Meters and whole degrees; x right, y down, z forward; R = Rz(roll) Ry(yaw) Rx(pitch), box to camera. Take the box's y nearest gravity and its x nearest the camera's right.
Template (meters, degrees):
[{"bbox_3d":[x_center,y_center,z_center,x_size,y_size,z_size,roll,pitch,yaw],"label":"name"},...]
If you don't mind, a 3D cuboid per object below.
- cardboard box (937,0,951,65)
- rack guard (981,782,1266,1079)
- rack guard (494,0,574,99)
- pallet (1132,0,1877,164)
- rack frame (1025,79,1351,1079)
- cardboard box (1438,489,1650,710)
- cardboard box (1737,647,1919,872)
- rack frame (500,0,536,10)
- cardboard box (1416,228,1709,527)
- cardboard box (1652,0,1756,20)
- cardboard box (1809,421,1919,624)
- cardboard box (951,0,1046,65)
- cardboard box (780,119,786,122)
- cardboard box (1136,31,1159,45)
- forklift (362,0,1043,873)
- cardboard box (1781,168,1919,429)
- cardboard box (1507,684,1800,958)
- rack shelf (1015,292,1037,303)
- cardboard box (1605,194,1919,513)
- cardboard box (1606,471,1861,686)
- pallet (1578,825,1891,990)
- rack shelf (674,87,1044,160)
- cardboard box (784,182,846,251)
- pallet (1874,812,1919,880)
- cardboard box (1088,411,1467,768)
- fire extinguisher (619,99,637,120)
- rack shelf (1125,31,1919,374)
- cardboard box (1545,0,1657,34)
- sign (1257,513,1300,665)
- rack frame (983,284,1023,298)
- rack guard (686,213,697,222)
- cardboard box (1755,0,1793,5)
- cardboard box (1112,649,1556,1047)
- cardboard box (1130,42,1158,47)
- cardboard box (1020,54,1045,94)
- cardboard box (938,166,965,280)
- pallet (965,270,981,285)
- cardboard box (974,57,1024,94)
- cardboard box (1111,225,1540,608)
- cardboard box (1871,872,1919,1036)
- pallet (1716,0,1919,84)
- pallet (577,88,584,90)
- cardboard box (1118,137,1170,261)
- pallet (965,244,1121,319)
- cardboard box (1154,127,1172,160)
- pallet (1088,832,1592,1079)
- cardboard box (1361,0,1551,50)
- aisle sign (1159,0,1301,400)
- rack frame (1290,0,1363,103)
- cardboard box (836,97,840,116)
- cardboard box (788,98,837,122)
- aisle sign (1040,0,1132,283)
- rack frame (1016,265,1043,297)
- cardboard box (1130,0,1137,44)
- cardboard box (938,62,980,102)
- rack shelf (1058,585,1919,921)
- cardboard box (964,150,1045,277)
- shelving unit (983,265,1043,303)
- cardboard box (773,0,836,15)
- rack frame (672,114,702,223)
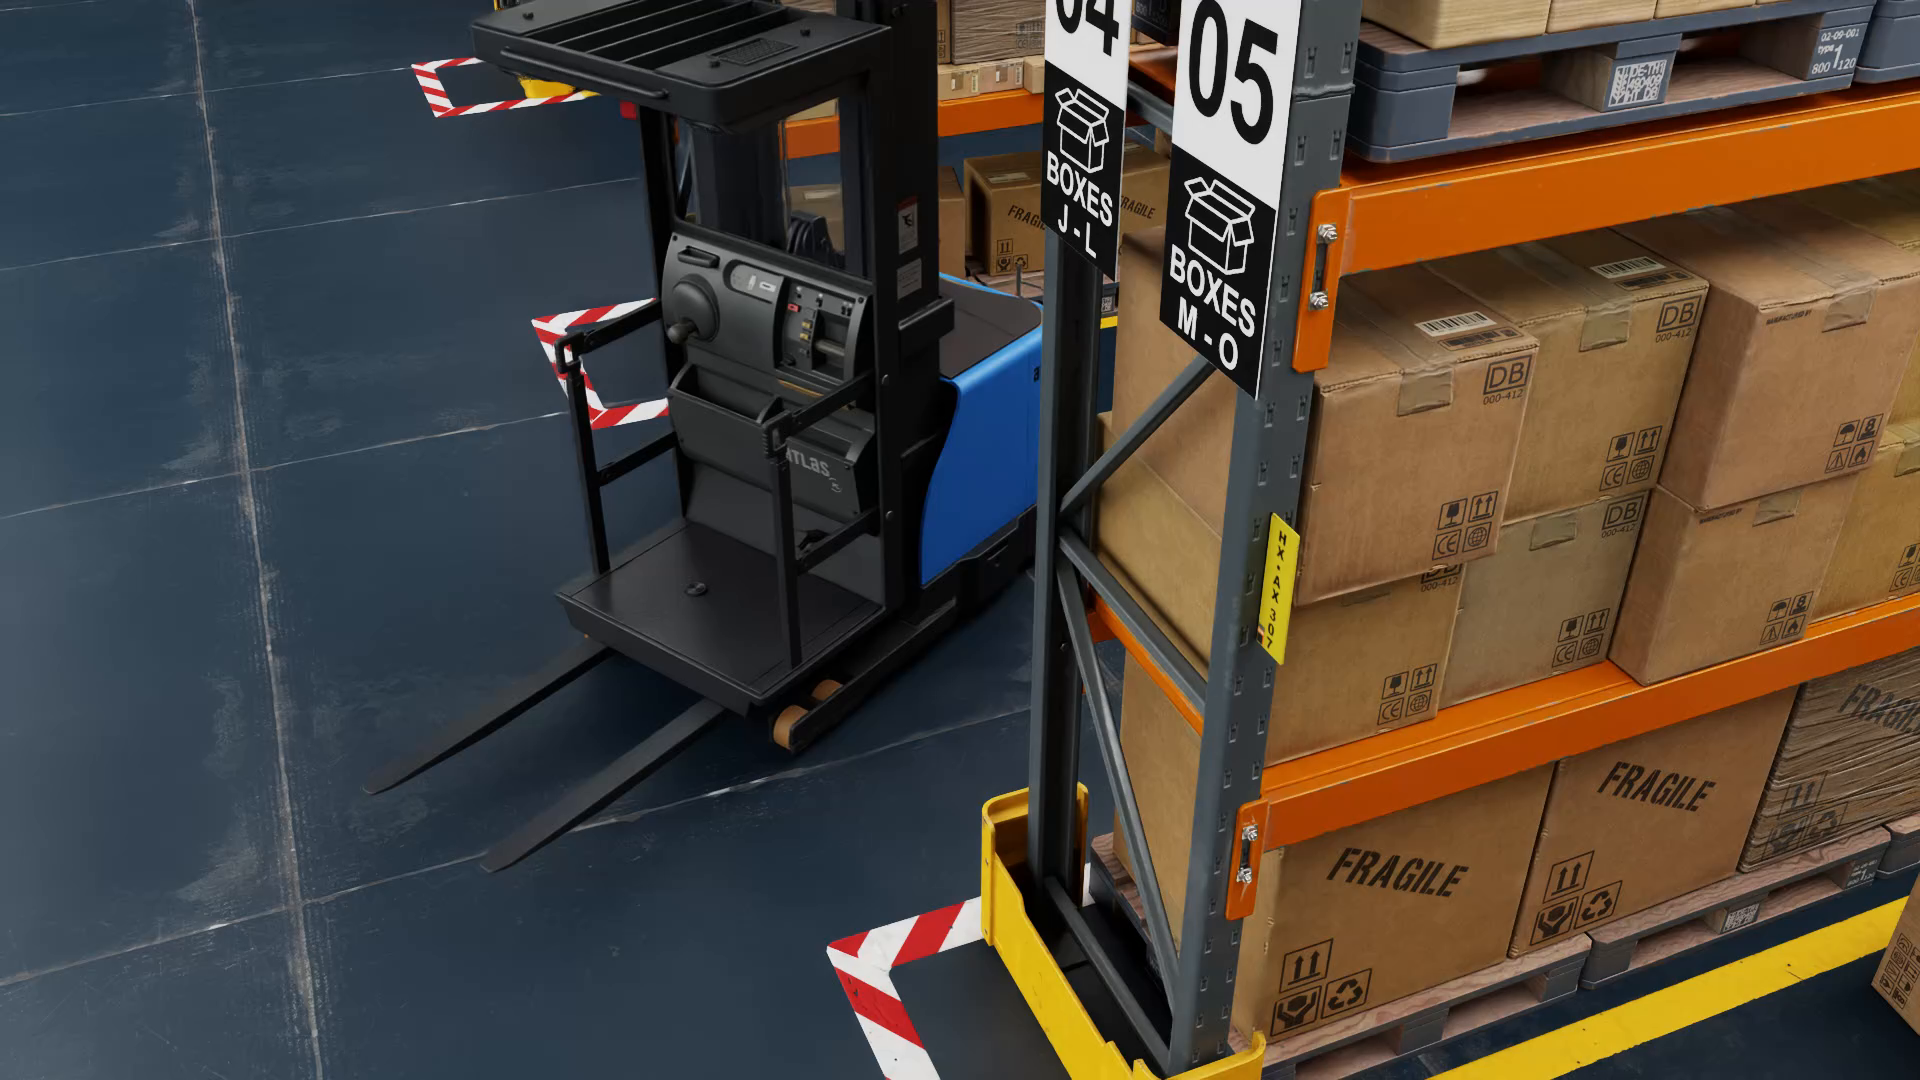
[{"bbox_3d":[-0.441,-2.730,8.331,0.500,0.500,0.875,-13,35,-19],"label":"cardboard box"},{"bbox_3d":[0.432,1.273,4.835,0.348,0.500,1.175,-13,35,-19],"label":"rack guard"},{"bbox_3d":[-3.239,-3.778,12.597,0.348,0.500,1.175,-13,35,-19],"label":"rack guard"},{"bbox_3d":[1.134,-1.161,3.616,1.213,0.211,1.003,-13,35,-19],"label":"pallet"},{"bbox_3d":[0.454,0.221,4.161,0.127,3.000,1.000,-13,35,-19],"label":"rack frame"},{"bbox_3d":[1.277,-0.071,4.471,0.550,0.550,0.875,-13,35,-19],"label":"cardboard box"},{"bbox_3d":[2.705,0.380,5.478,0.875,0.875,0.875,-13,35,-19],"label":"cardboard box"},{"bbox_3d":[-3.291,-4.786,11.855,0.127,3.000,1.000,-13,35,-19],"label":"rack frame"},{"bbox_3d":[1.282,-0.516,4.166,0.550,0.550,0.875,-13,35,-19],"label":"cardboard box"},{"bbox_3d":[1.360,-1.167,3.297,0.250,0.149,0.380,-13,35,-19],"label":"cardboard box"},{"bbox_3d":[2.315,-0.258,4.759,0.500,0.550,0.875,-13,35,-19],"label":"cardboard box"},{"bbox_3d":[0.037,-2.814,8.459,0.500,0.500,0.875,-13,35,-19],"label":"cardboard box"},{"bbox_3d":[-1.018,-2.130,8.003,0.250,0.149,0.380,-13,35,-19],"label":"cardboard box"},{"bbox_3d":[0.979,-2.998,8.743,0.500,0.500,0.875,-13,35,-19],"label":"cardboard box"},{"bbox_3d":[-0.827,-0.762,5.734,1.130,2.935,3.031,22,39,30],"label":"forklift"},{"bbox_3d":[2.290,-0.744,4.515,0.500,0.550,0.875,-13,35,-19],"label":"cardboard box"},{"bbox_3d":[1.864,0.572,5.184,0.875,0.875,0.875,-13,35,-20],"label":"cardboard box"},{"bbox_3d":[0.253,-0.882,7.142,0.215,0.259,0.240,22,39,30],"label":"rack shelf"},{"bbox_3d":[1.851,-0.566,4.242,0.550,0.550,0.875,-13,35,-19],"label":"cardboard box"},{"bbox_3d":[1.842,-0.126,4.555,0.550,0.550,0.875,-13,35,-19],"label":"cardboard box"},{"bbox_3d":[2.284,0.926,5.634,1.213,0.211,1.003,-13,35,-19],"label":"pallet"},{"bbox_3d":[0.471,-2.416,8.872,4.000,0.370,1.077,-13,35,-19],"label":"rack shelf"},{"bbox_3d":[-0.791,-1.547,8.784,0.500,0.500,0.500,-7,34,-10],"label":"cardboard box"},{"bbox_3d":[3.410,0.666,6.033,1.213,0.211,1.003,-13,35,-19],"label":"pallet"},{"bbox_3d":[0.778,0.057,4.275,0.550,0.550,0.875,-13,35,-19],"label":"cardboard box"},{"bbox_3d":[-1.657,-2.470,8.367,0.183,0.674,0.296,-13,35,-19],"label":"fire extinguisher"},{"bbox_3d":[2.298,-1.157,4.188,4.000,0.370,1.077,-13,35,-19],"label":"rack shelf"},{"bbox_3d":[1.129,-1.115,3.216,0.250,0.149,0.380,-13,35,-18],"label":"cardboard box"},{"bbox_3d":[0.663,0.105,3.472,0.005,0.325,0.100,-13,35,-19],"label":"sign"},{"bbox_3d":[0.180,-0.600,7.209,0.200,1.050,0.008,22,39,30],"label":"rack frame"},{"bbox_3d":[-1.303,-1.263,8.733,0.348,0.500,1.175,-13,35,-19],"label":"rack guard"},{"bbox_3d":[1.593,-1.221,3.380,0.250,0.149,0.380,-13,35,-19],"label":"cardboard box"},{"bbox_3d":[1.053,0.759,4.897,0.875,0.875,0.875,-13,35,-19],"label":"cardboard box"},{"bbox_3d":[0.842,-2.532,8.621,0.250,0.149,0.380,-13,35,-19],"label":"cardboard box"},{"bbox_3d":[0.402,-2.398,8.415,0.250,0.149,0.380,-13,35,-19],"label":"cardboard box"},{"bbox_3d":[-0.253,-1.690,9.004,0.500,0.500,0.500,-4,33,-6],"label":"cardboard box"},{"bbox_3d":[-0.540,-1.296,9.048,1.213,0.211,1.003,-13,35,-19],"label":"pallet"},{"bbox_3d":[0.132,-2.397,8.414,0.250,0.149,0.380,-13,35,-19],"label":"cardboard box"},{"bbox_3d":[0.811,-0.354,3.916,0.550,0.550,0.875,-13,35,-19],"label":"cardboard box"},{"bbox_3d":[3.108,1.266,4.843,0.500,0.500,0.500,-7,34,-11],"label":"cardboard box"},{"bbox_3d":[2.260,-1.421,4.015,1.213,0.211,1.003,-13,35,-19],"label":"pallet"},{"bbox_3d":[-2.488,-3.825,12.936,1.213,0.211,1.003,-13,35,-19],"label":"pallet"},{"bbox_3d":[0.863,-1.908,9.339,0.500,0.500,0.500,-16,36,-23],"label":"cardboard box"},{"bbox_3d":[0.583,-1.551,9.441,1.213,0.211,1.003,-13,35,-19],"label":"pallet"},{"bbox_3d":[1.405,-2.079,9.601,0.500,0.500,0.500,-2,33,-4],"label":"cardboard box"},{"bbox_3d":[1.161,1.181,5.241,1.213,0.211,1.003,-13,35,-19],"label":"pallet"},{"bbox_3d":[0.894,-1.061,3.133,0.250,0.149,0.380,-13,35,-19],"label":"cardboard box"},{"bbox_3d":[0.505,-0.703,3.197,0.004,0.787,0.394,-13,35,-19],"label":"aisle sign"},{"bbox_3d":[0.454,-2.294,2.525,0.127,3.000,1.000,-13,35,-19],"label":"rack frame"},{"bbox_3d":[-0.544,-2.218,8.139,0.250,0.149,0.380,-13,35,-19],"label":"cardboard box"},{"bbox_3d":[-0.780,-2.173,8.070,0.250,0.149,0.380,-13,35,-19],"label":"cardboard box"},{"bbox_3d":[0.272,-1.005,3.661,0.004,0.787,0.394,-13,35,-19],"label":"aisle sign"},{"bbox_3d":[0.326,-0.706,7.373,0.200,1.050,0.008,22,39,30],"label":"rack frame"},{"bbox_3d":[0.502,-2.913,8.613,0.500,0.500,0.875,-13,35,-19],"label":"cardboard box"},{"bbox_3d":[-0.088,-2.331,8.312,0.250,0.149,0.380,-13,35,-19],"label":"cardboard box"},{"bbox_3d":[2.298,0.100,5.006,4.000,0.370,1.077,-13,35,-19],"label":"rack shelf"},{"bbox_3d":[0.332,-1.813,9.193,0.500,0.500,0.500,-10,34,-14],"label":"cardboard box"},{"bbox_3d":[0.253,-0.653,7.291,0.215,1.050,0.252,22,39,30],"label":"shelving unit"},{"bbox_3d":[-0.855,-2.564,8.076,0.500,0.500,0.875,-13,35,-19],"label":"cardboard box"},{"bbox_3d":[-1.373,-2.295,8.027,0.127,3.000,1.000,-13,35,-19],"label":"rack frame"}]
